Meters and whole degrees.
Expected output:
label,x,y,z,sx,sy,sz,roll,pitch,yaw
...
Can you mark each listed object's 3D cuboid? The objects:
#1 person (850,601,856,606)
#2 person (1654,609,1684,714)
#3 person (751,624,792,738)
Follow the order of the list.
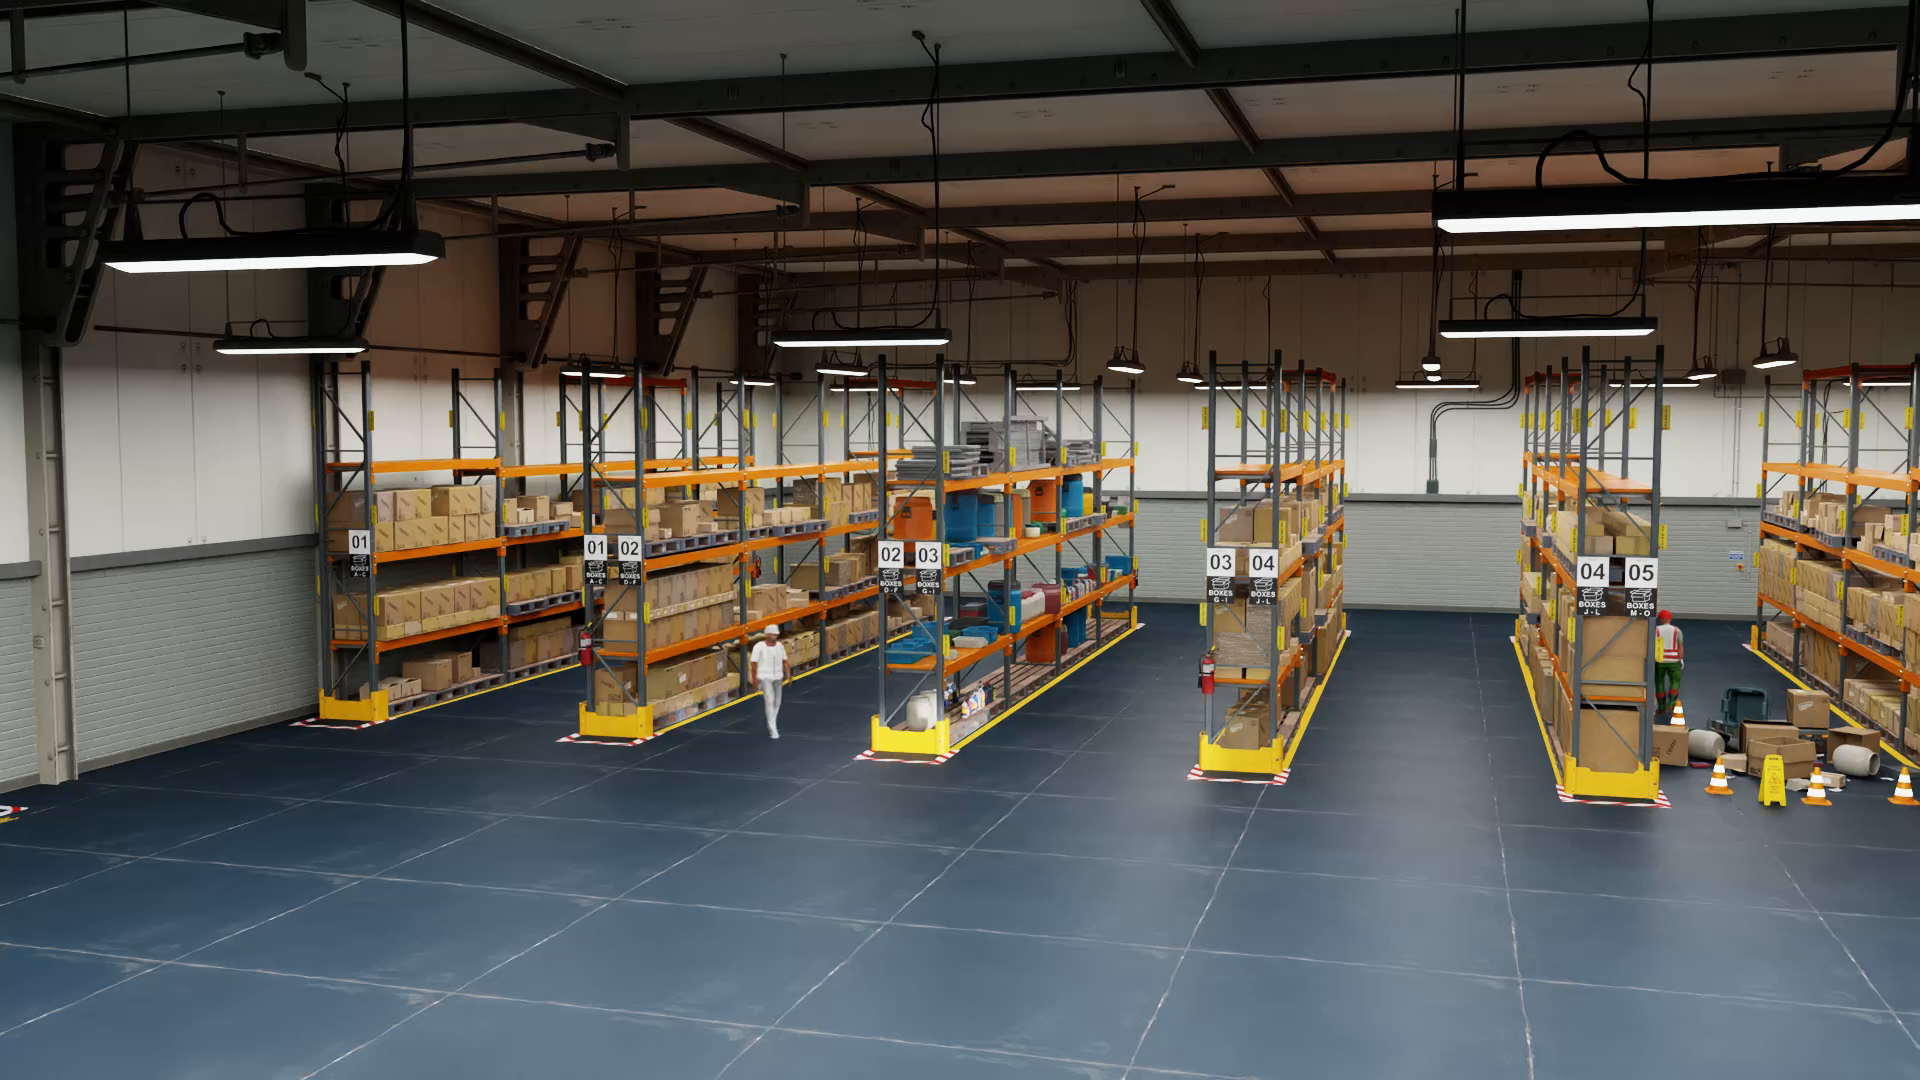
label,x,y,z,sx,sy,sz,roll,pitch,yaw
person,-2.772,1.175,41.755,0.430,1.606,1.020,2,4,22
person,12.080,2.084,28.452,0.573,1.787,0.551,1,4,16
person,-2.967,2.246,26.620,0.599,1.764,0.796,-3,5,-35
